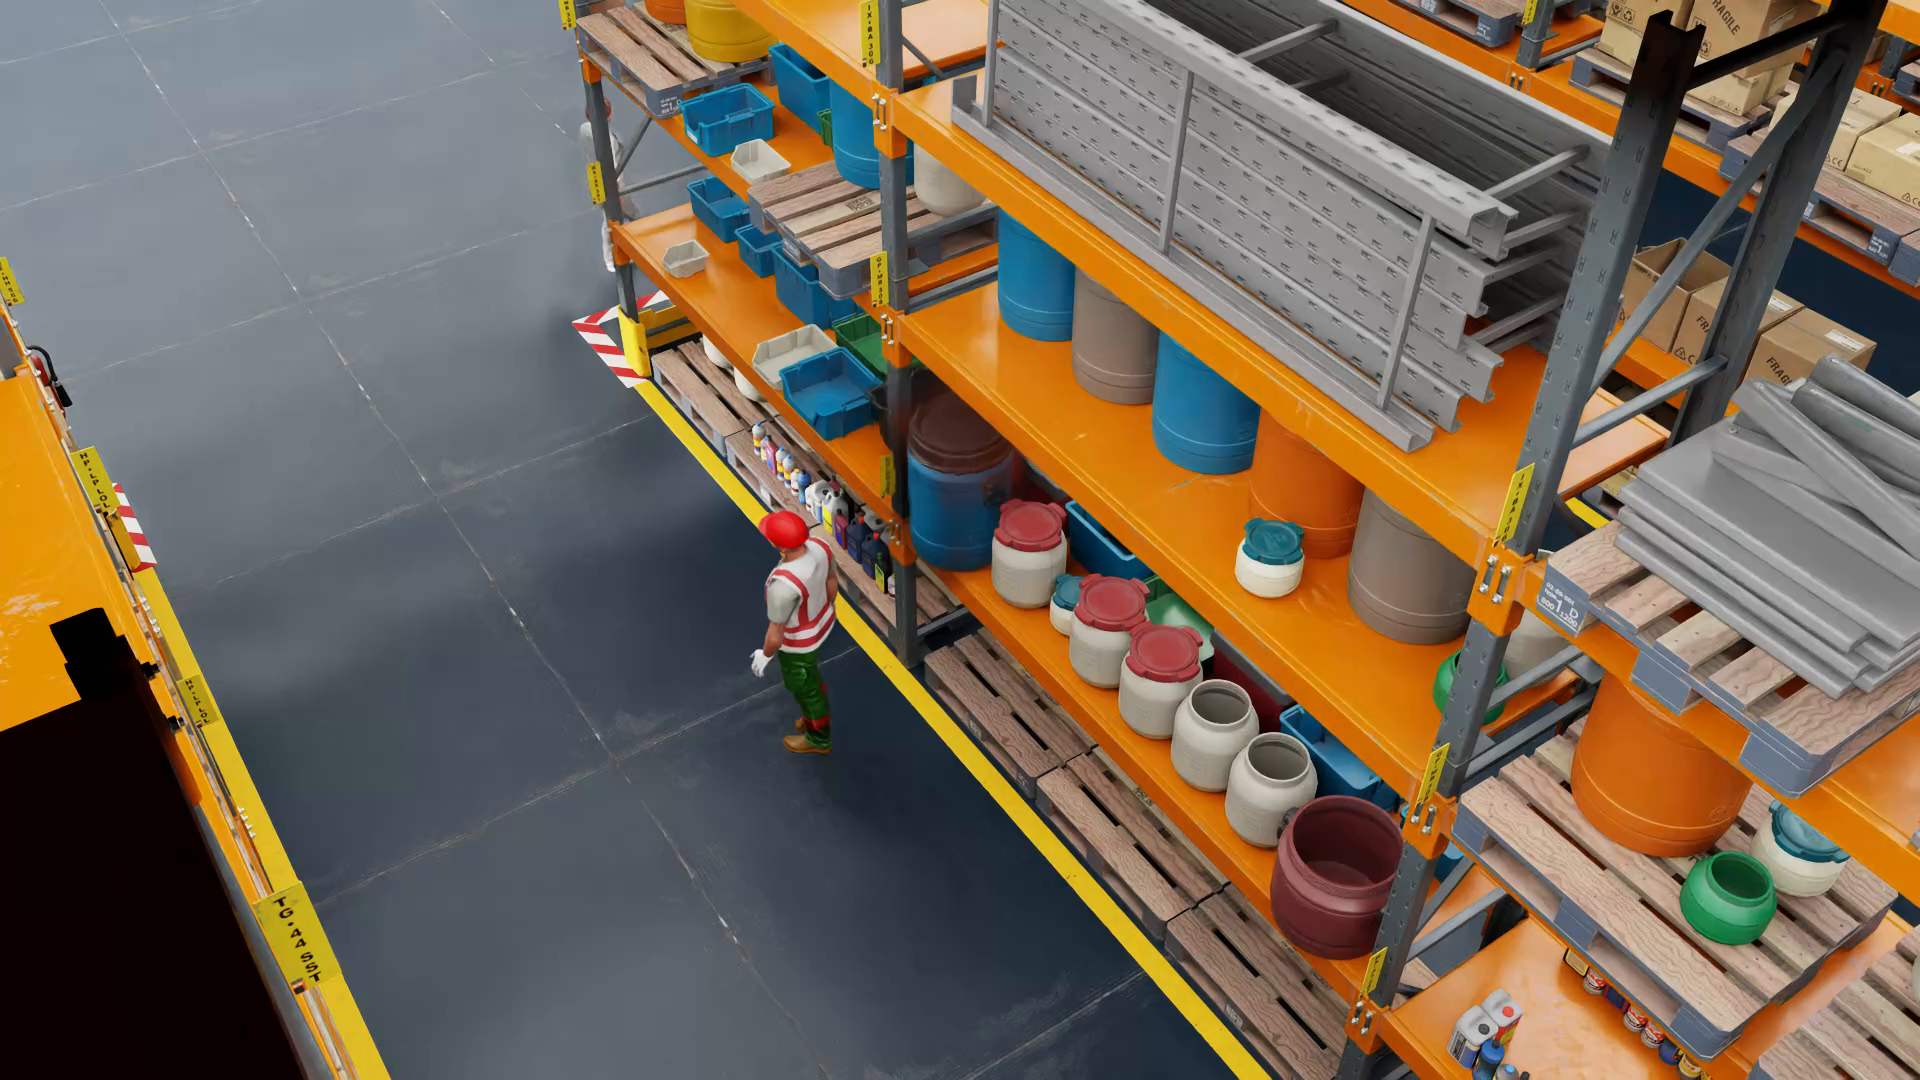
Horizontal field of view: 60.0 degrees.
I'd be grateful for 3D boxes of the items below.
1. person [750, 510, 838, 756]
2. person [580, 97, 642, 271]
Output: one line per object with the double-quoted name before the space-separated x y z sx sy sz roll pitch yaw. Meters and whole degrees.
"person" -0.910 0.566 9.444 0.376 1.900 0.629 17 45 18
"person" -2.893 -2.901 13.749 0.363 1.631 0.468 -31 51 -29
